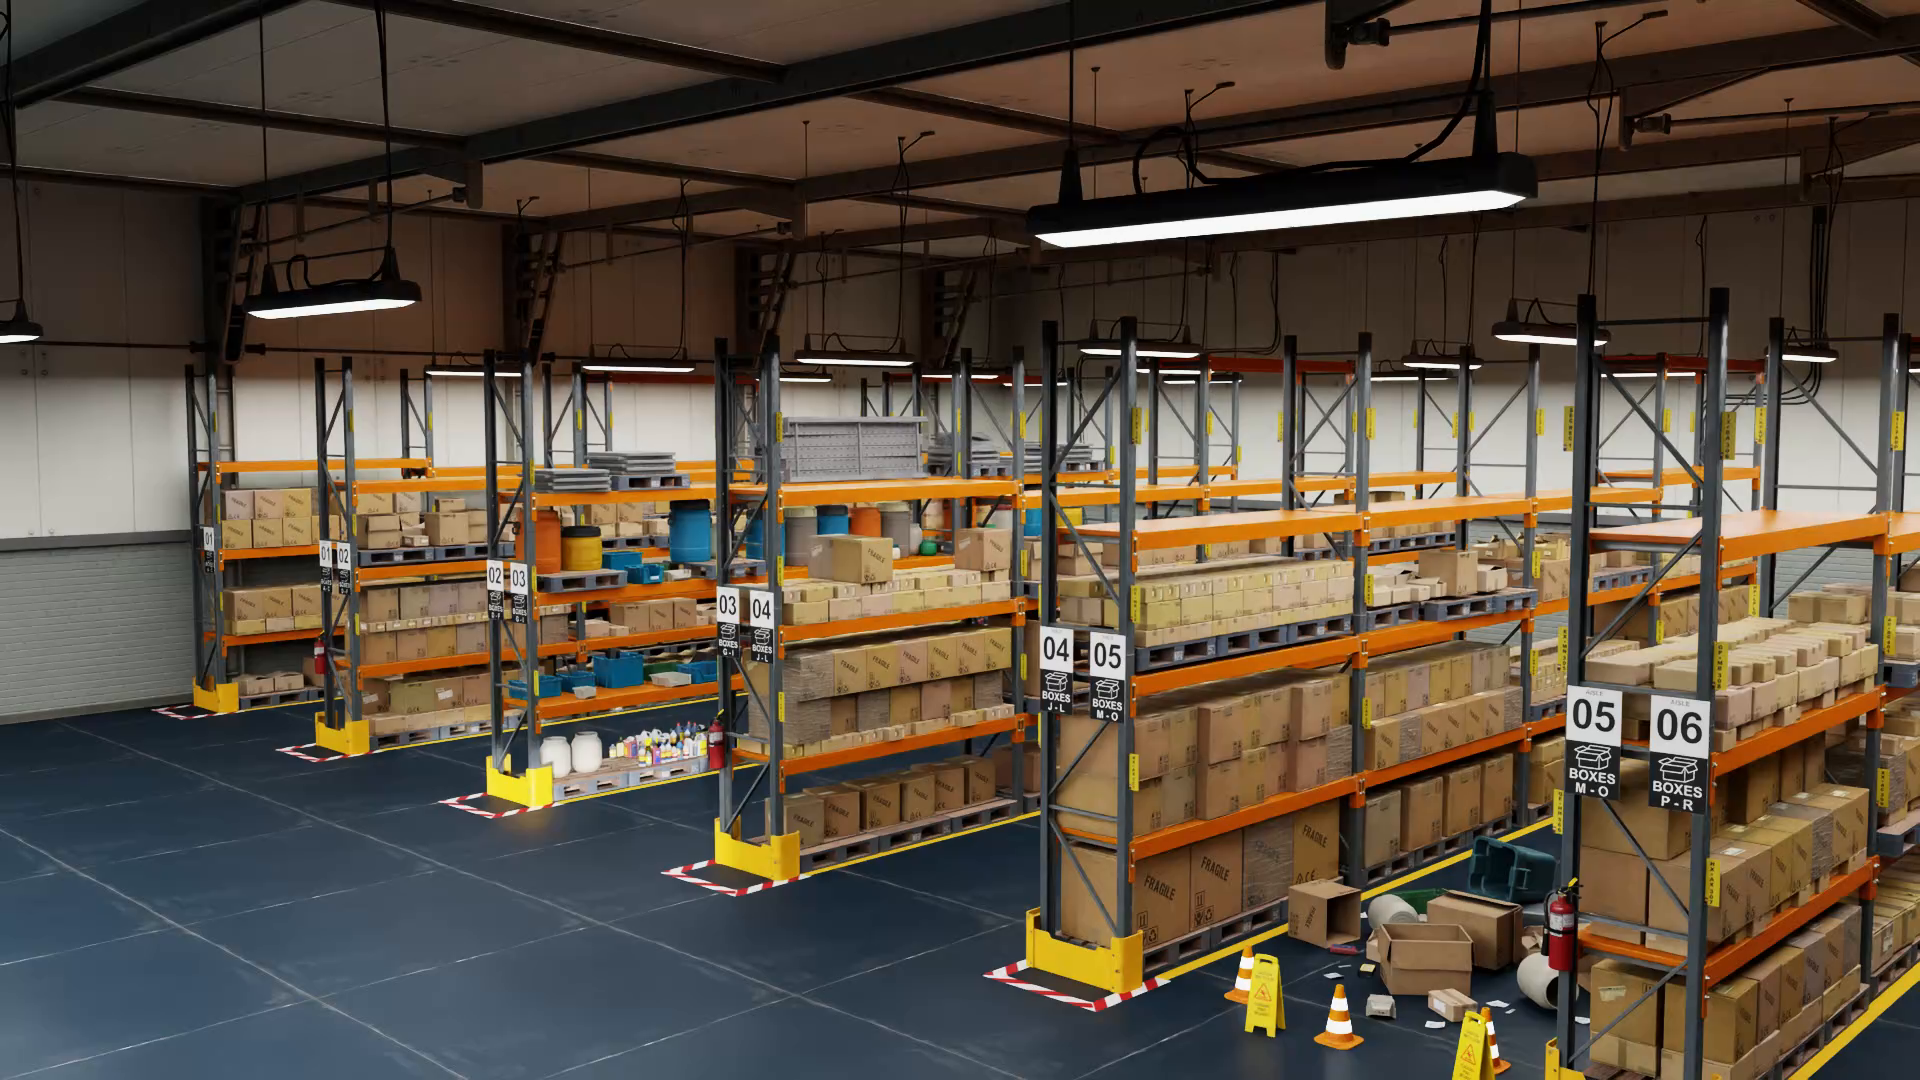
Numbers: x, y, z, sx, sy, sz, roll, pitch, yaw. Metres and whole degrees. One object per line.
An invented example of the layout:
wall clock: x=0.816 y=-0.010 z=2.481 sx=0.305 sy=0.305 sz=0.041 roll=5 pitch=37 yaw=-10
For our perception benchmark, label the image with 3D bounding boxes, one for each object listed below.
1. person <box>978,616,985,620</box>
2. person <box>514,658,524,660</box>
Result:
person: x=0.655 y=1.823 z=33.440 sx=0.743 sy=1.571 sz=0.537 roll=-3 pitch=5 yaw=-36
person: x=-8.398 y=1.859 z=31.850 sx=0.477 sy=1.713 sz=0.589 roll=-3 pitch=5 yaw=-30
